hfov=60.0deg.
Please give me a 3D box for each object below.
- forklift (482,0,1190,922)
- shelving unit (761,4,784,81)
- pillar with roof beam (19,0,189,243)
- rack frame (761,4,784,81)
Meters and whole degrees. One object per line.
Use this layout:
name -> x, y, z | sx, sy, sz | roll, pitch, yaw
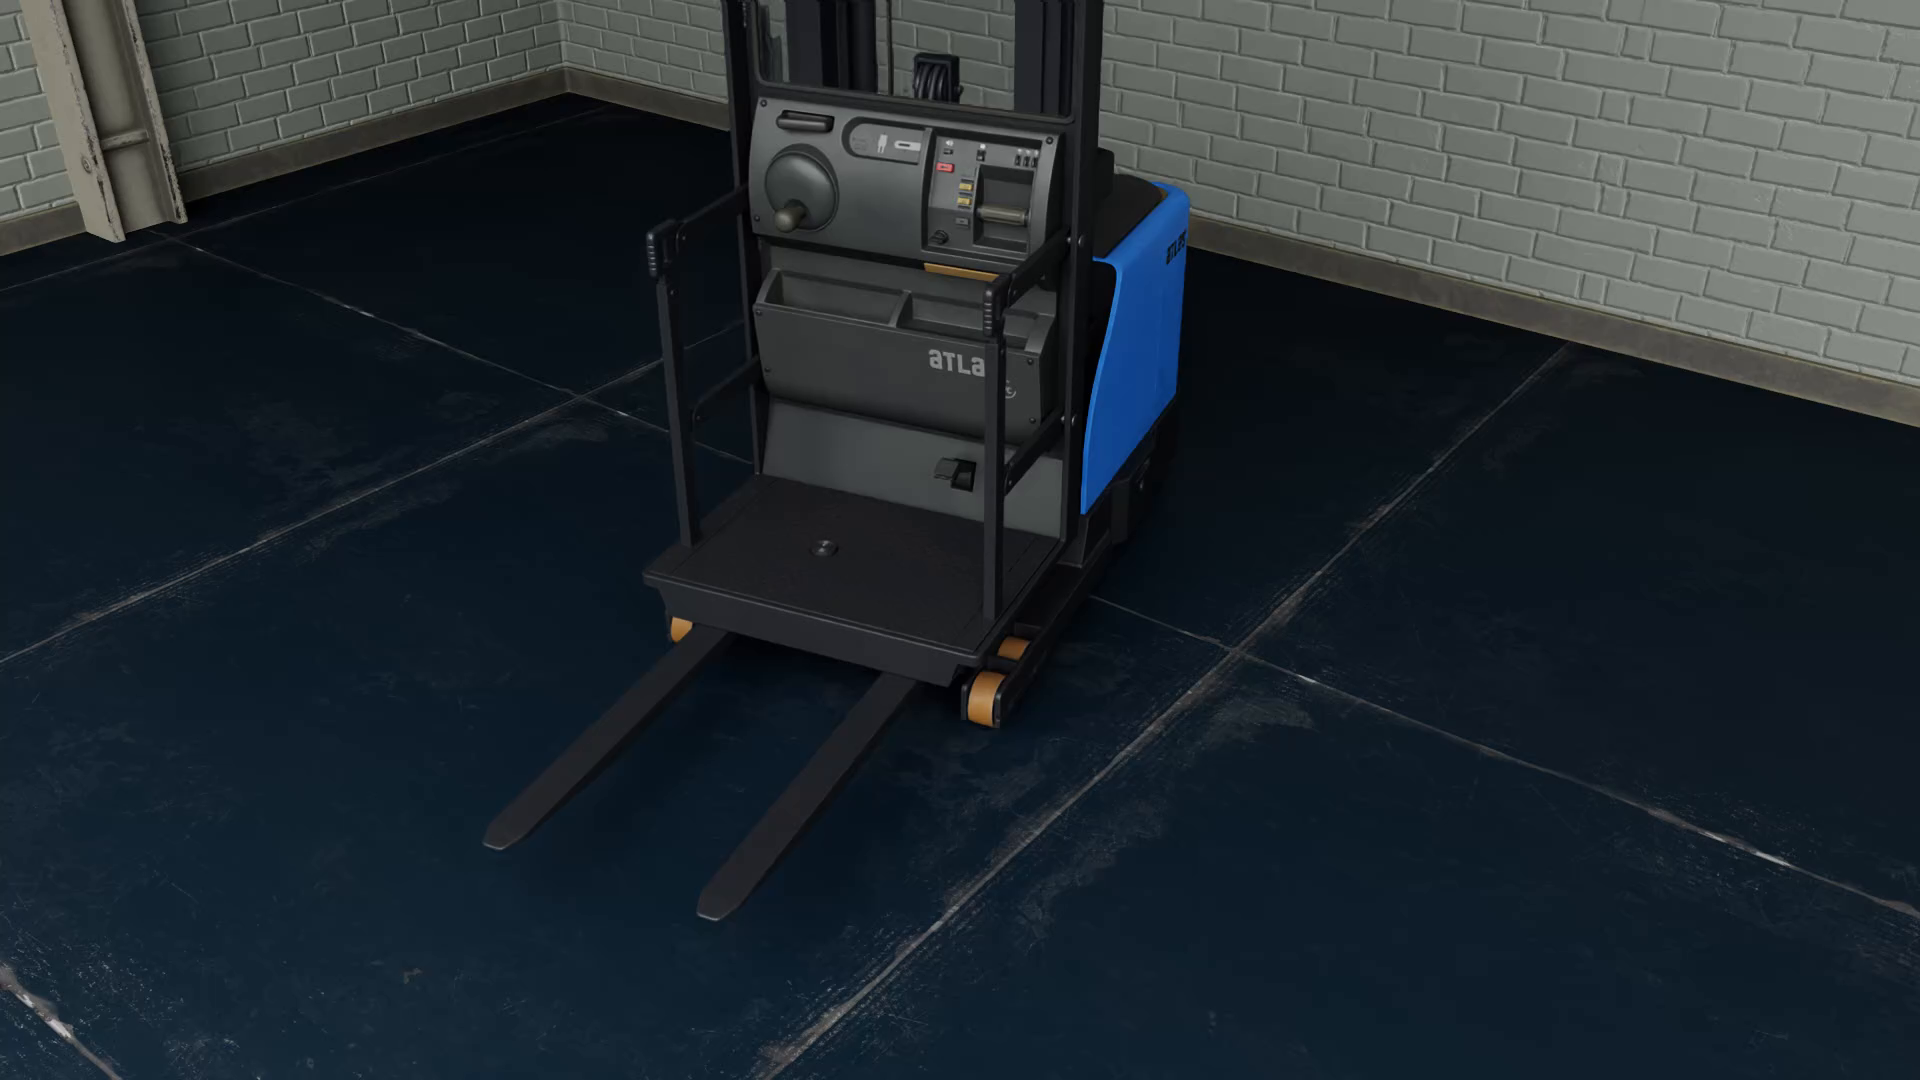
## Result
forklift -> -0.255, -0.966, 4.505 | 1.130, 2.935, 3.031 | 13, 33, 20
shelving unit -> -0.186, -1.259, 6.402 | 1.083, 1.500, 0.587 | -6, 31, -9
pillar with roof beam -> -0.750, -4.145, 3.917 | 9.100, 9.000, 0.400 | 21, 37, 31
rack frame -> -0.676, -1.211, 6.321 | 0.032, 1.500, 0.500 | -6, 31, -9
